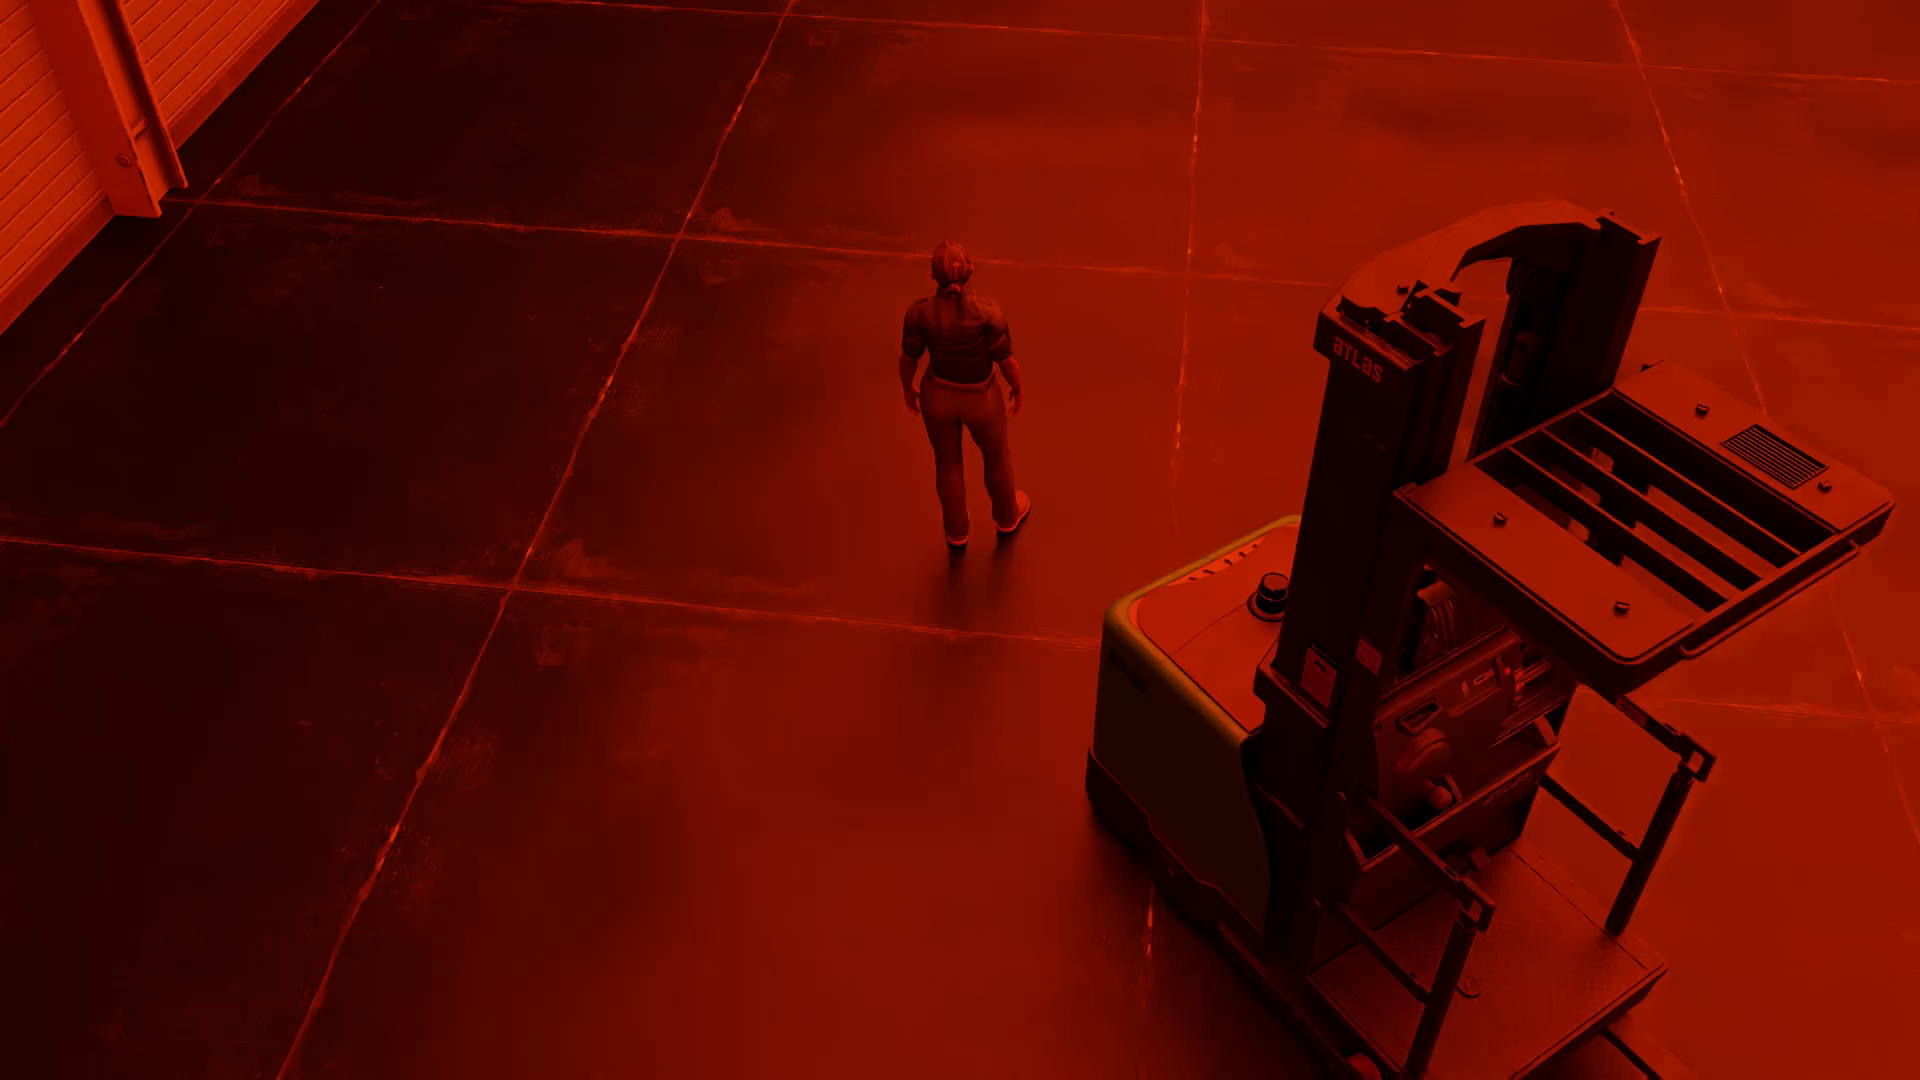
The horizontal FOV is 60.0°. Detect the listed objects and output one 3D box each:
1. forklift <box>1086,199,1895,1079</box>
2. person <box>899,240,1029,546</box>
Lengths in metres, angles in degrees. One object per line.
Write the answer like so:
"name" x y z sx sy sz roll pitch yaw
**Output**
"forklift" 1.749 0.596 5.075 1.130 2.935 3.031 -25 48 -24
"person" 0.031 -0.672 7.389 0.570 1.656 0.503 5 43 6
